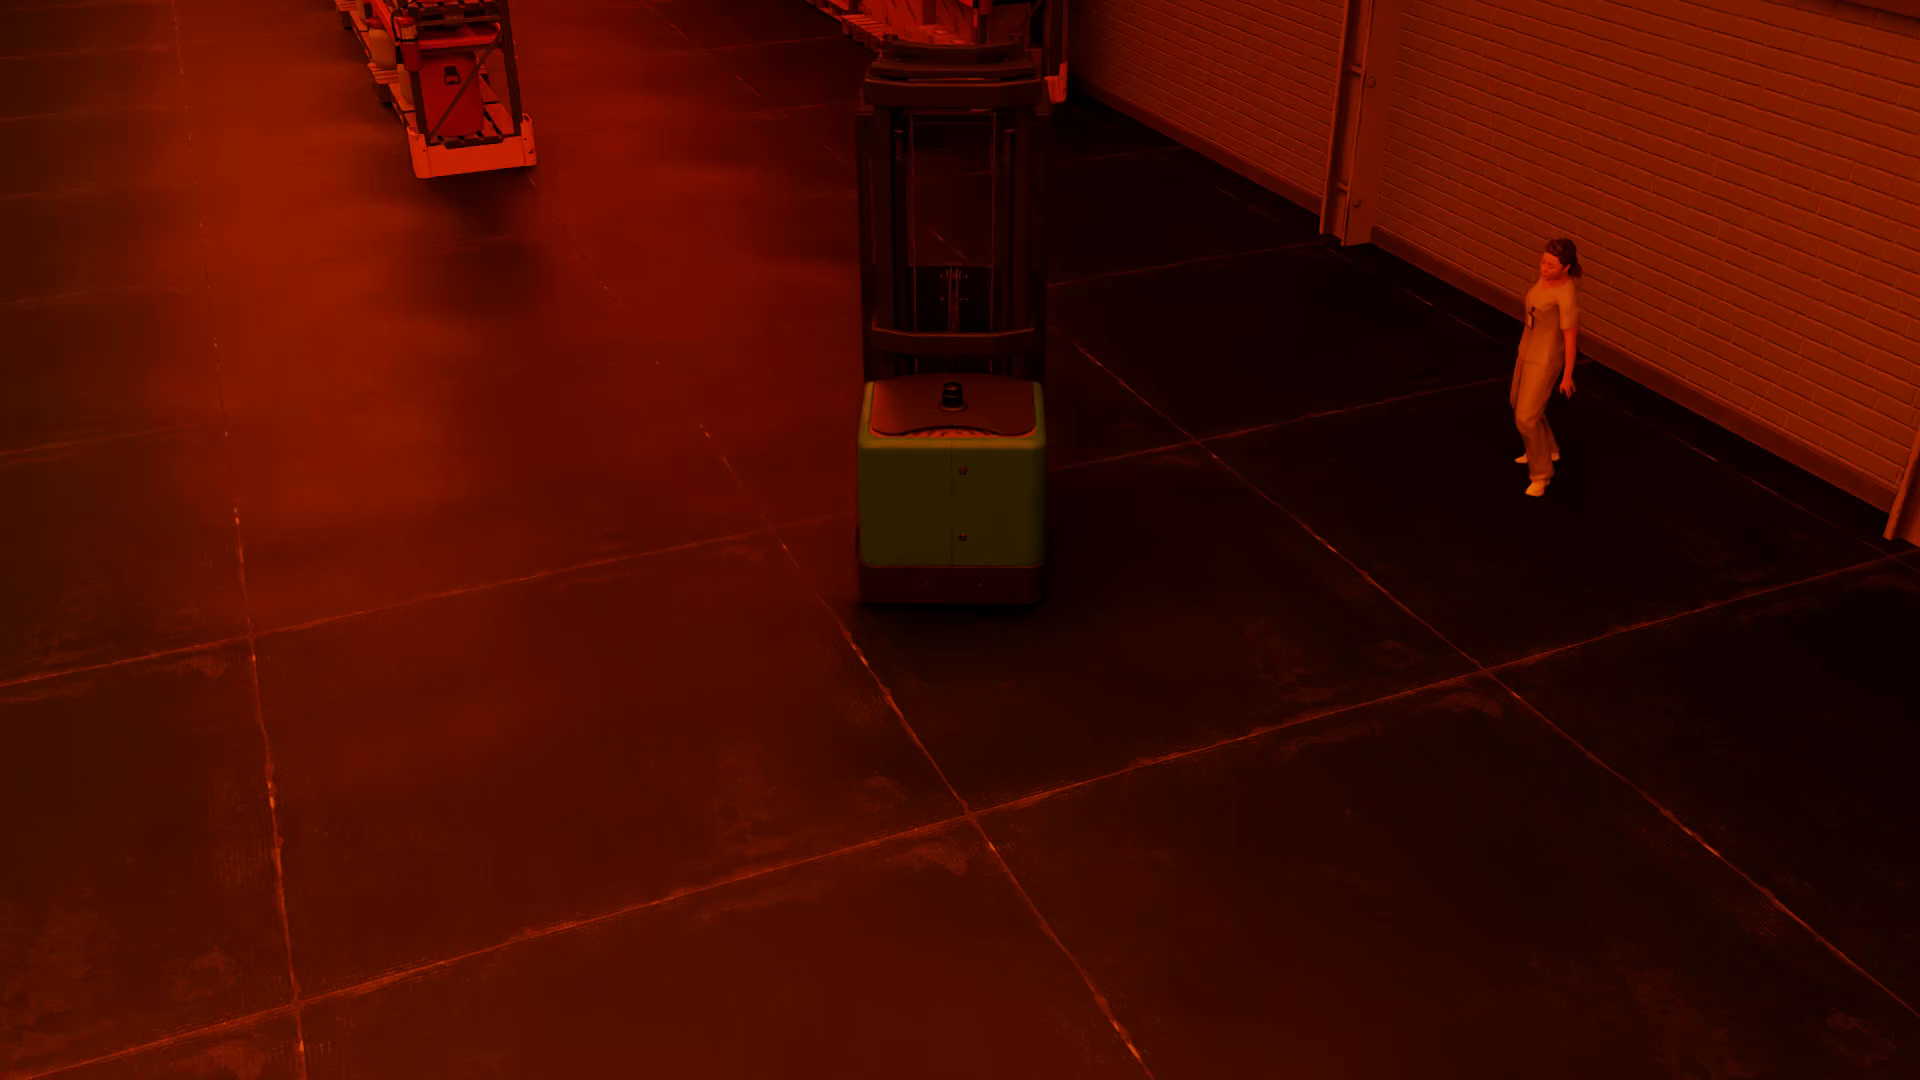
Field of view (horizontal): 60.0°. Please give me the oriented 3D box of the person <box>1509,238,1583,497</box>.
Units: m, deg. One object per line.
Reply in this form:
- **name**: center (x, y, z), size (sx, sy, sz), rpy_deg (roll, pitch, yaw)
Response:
- **person**: center (3.724, -1.136, 10.483), size (0.461, 1.651, 0.800), rpy_deg (1, 30, 1)

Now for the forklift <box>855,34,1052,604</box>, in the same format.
- **forklift**: center (-0.034, -1.604, 9.925), size (1.130, 2.935, 3.031), rpy_deg (0, 30, 0)
